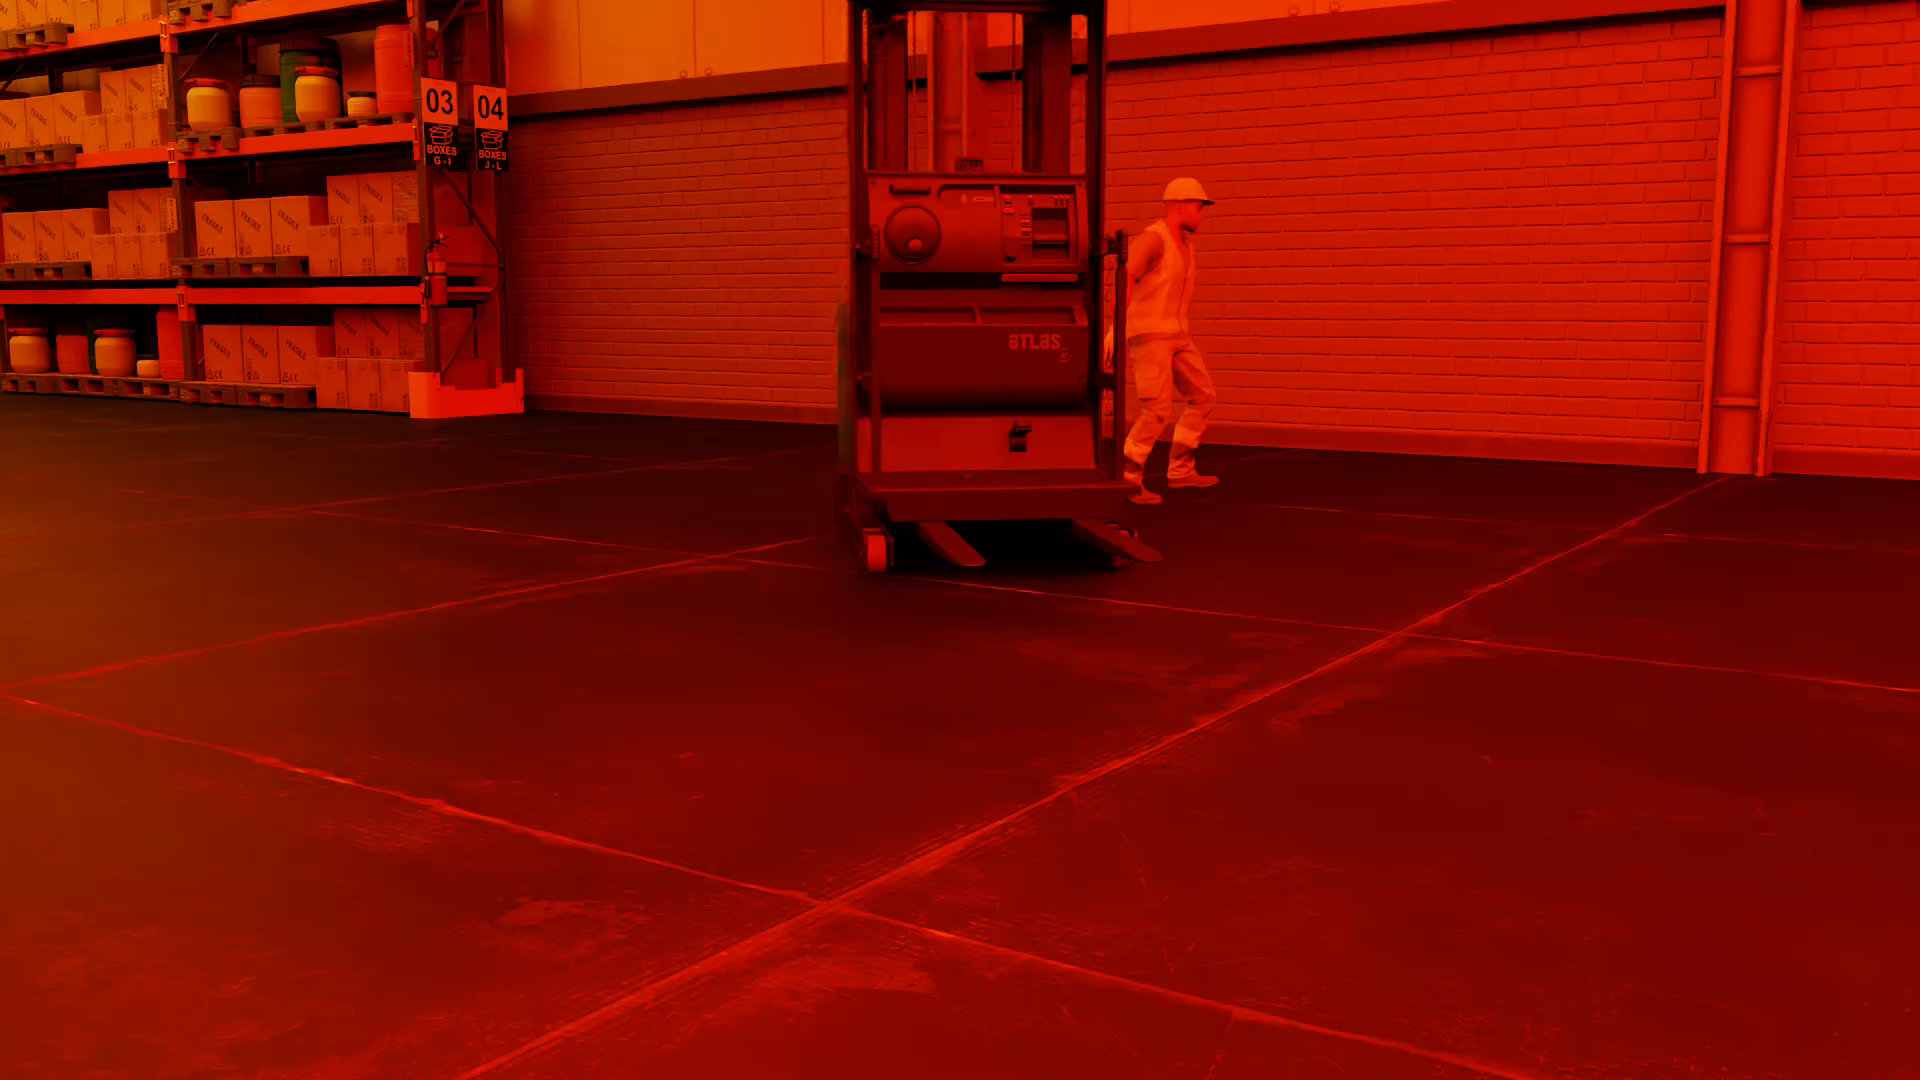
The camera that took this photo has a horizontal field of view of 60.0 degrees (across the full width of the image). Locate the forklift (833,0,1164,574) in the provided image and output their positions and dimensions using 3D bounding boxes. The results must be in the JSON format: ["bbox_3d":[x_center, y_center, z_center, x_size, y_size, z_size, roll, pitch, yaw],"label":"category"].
[{"bbox_3d":[0.113,-1.365,6.792,1.130,2.935,3.031,-1,8,-9],"label":"forklift"}]

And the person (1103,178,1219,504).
[{"bbox_3d":[1.117,-1.076,9.025,0.463,1.744,0.867,5,10,33],"label":"person"}]
